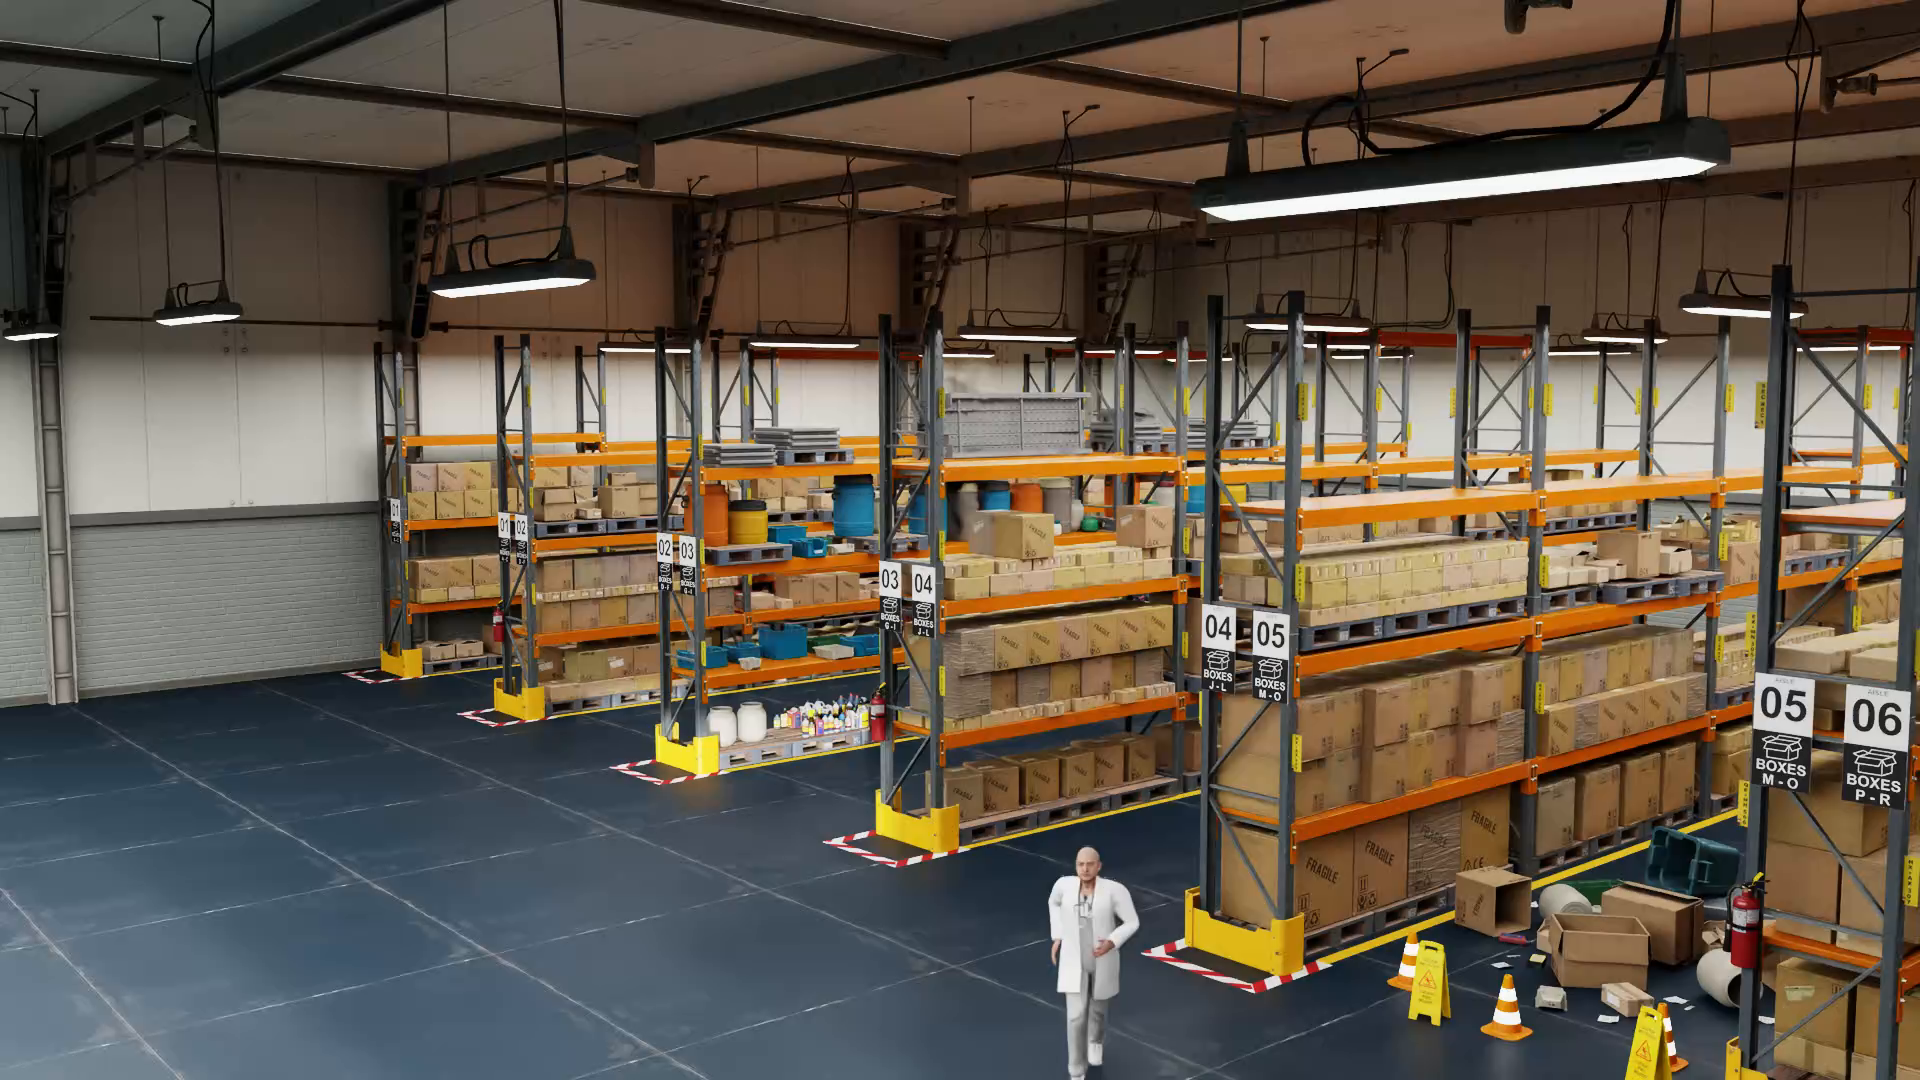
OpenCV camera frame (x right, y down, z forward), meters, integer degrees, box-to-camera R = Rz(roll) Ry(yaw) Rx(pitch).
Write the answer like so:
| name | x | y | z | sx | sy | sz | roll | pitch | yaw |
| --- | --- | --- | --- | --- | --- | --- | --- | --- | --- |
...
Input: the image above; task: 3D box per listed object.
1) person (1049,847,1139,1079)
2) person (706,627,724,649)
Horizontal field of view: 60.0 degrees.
| name | x | y | z | sx | sy | sz | roll | pitch | yaw |
| --- | --- | --- | --- | --- | --- | --- | --- | --- | --- |
| person | 0.989 | 3.162 | 12.386 | 0.694 | 1.843 | 0.886 | 1 | 5 | 9 |
| person | -4.710 | 1.543 | 30.455 | 0.992 | 1.693 | 0.678 | -4 | 7 | -40 |
